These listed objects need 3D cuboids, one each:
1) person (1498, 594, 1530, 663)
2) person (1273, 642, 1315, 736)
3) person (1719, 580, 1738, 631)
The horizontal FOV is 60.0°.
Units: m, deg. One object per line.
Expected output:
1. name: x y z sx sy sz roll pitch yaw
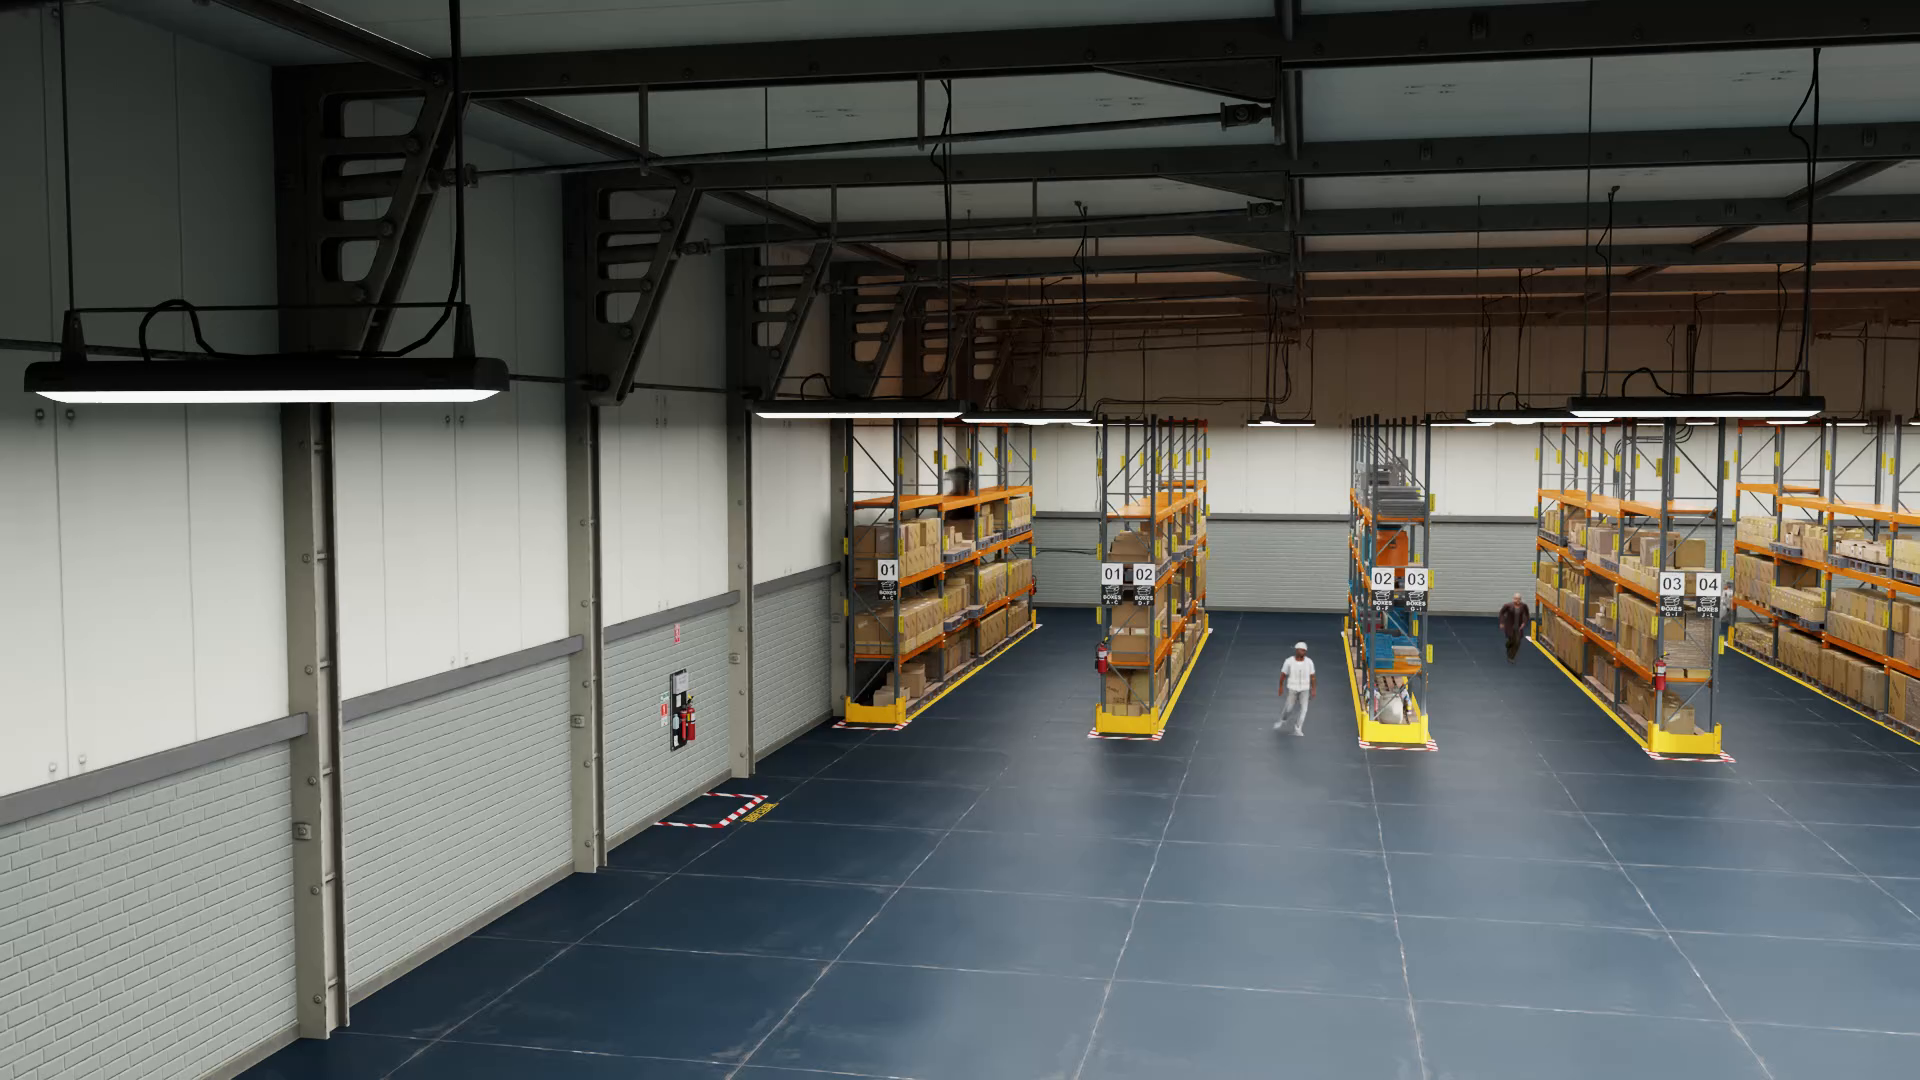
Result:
1. person: 13.597 2.155 40.836 0.697 1.712 0.716 0 4 -3
2. person: 6.247 2.770 31.075 0.720 1.738 0.598 0 4 -3
3. person: 20.870 1.911 45.224 0.855 1.666 0.714 0 4 7
